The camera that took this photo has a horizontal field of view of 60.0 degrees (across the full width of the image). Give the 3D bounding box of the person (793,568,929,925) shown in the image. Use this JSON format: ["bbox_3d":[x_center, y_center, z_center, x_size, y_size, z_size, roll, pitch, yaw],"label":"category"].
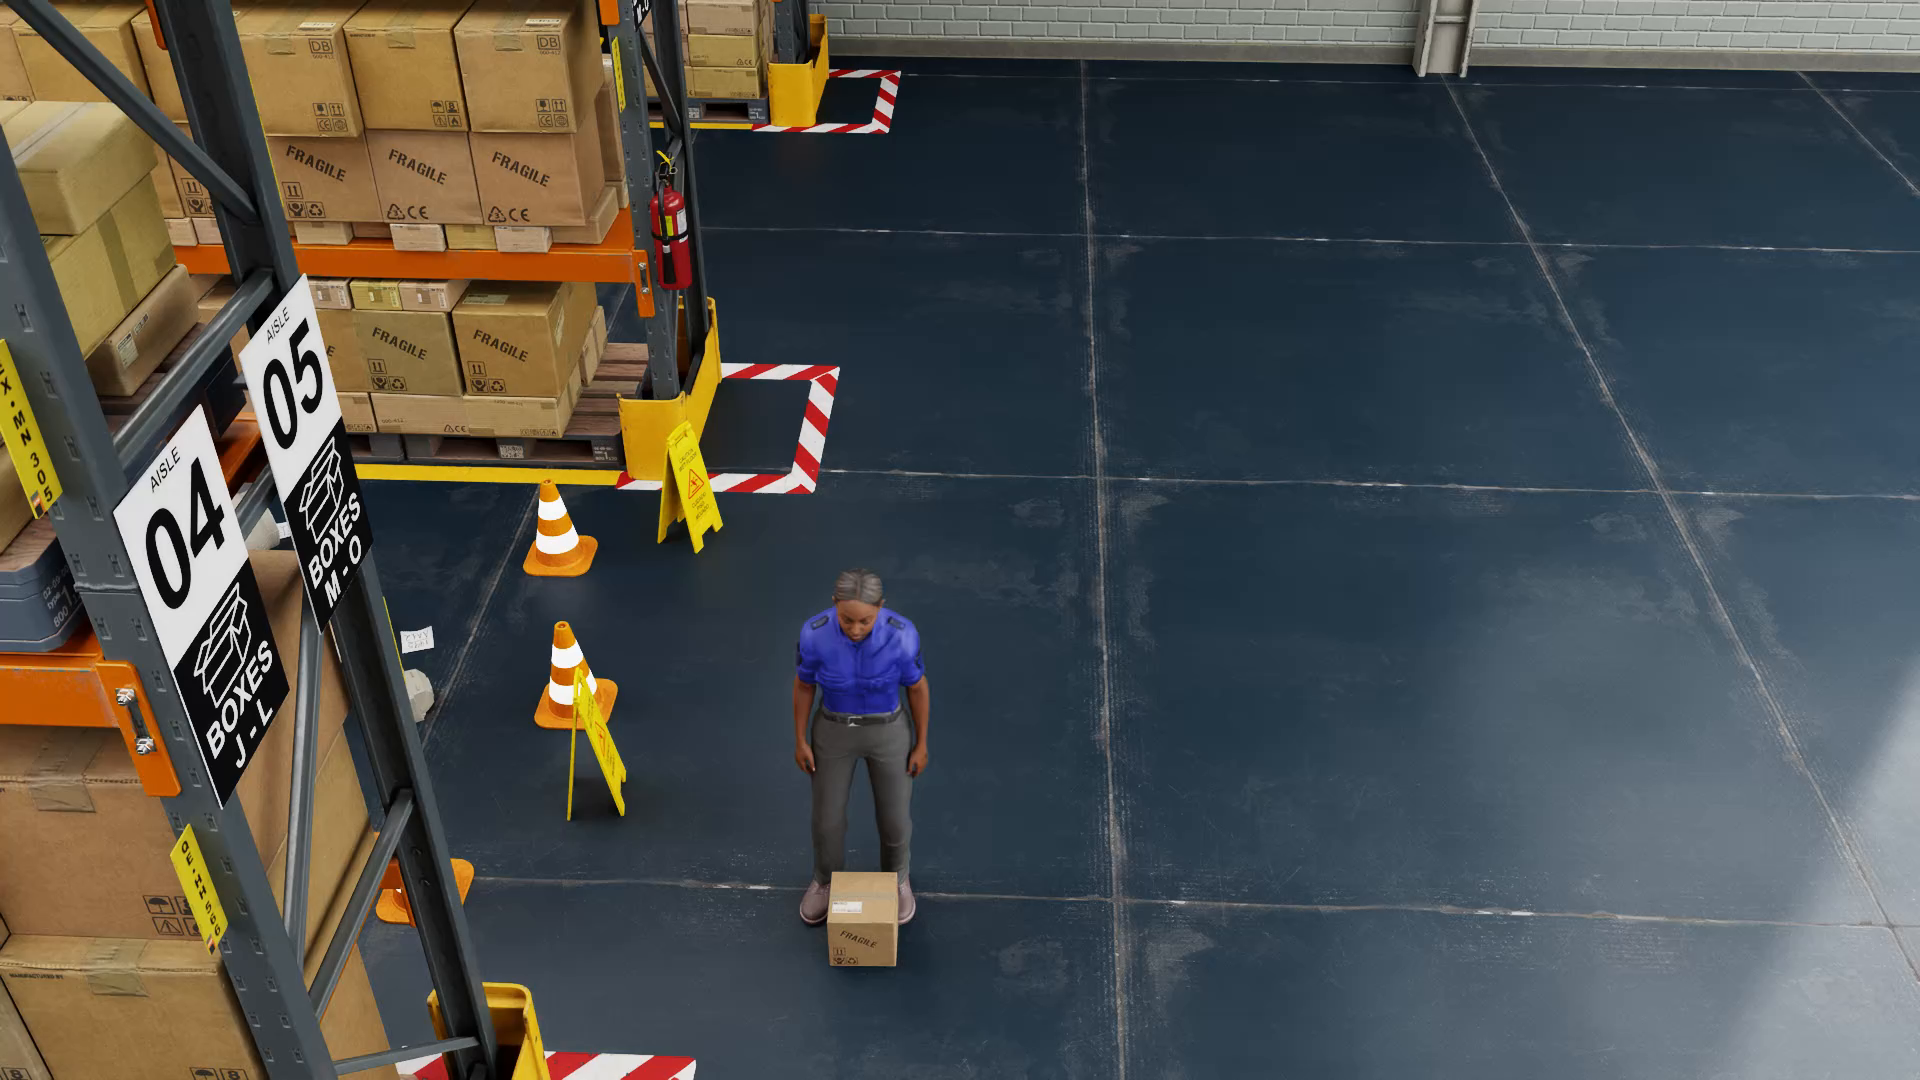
[{"bbox_3d":[-0.368,0.738,6.099,0.512,1.654,0.352,1,36,2],"label":"person"}]
